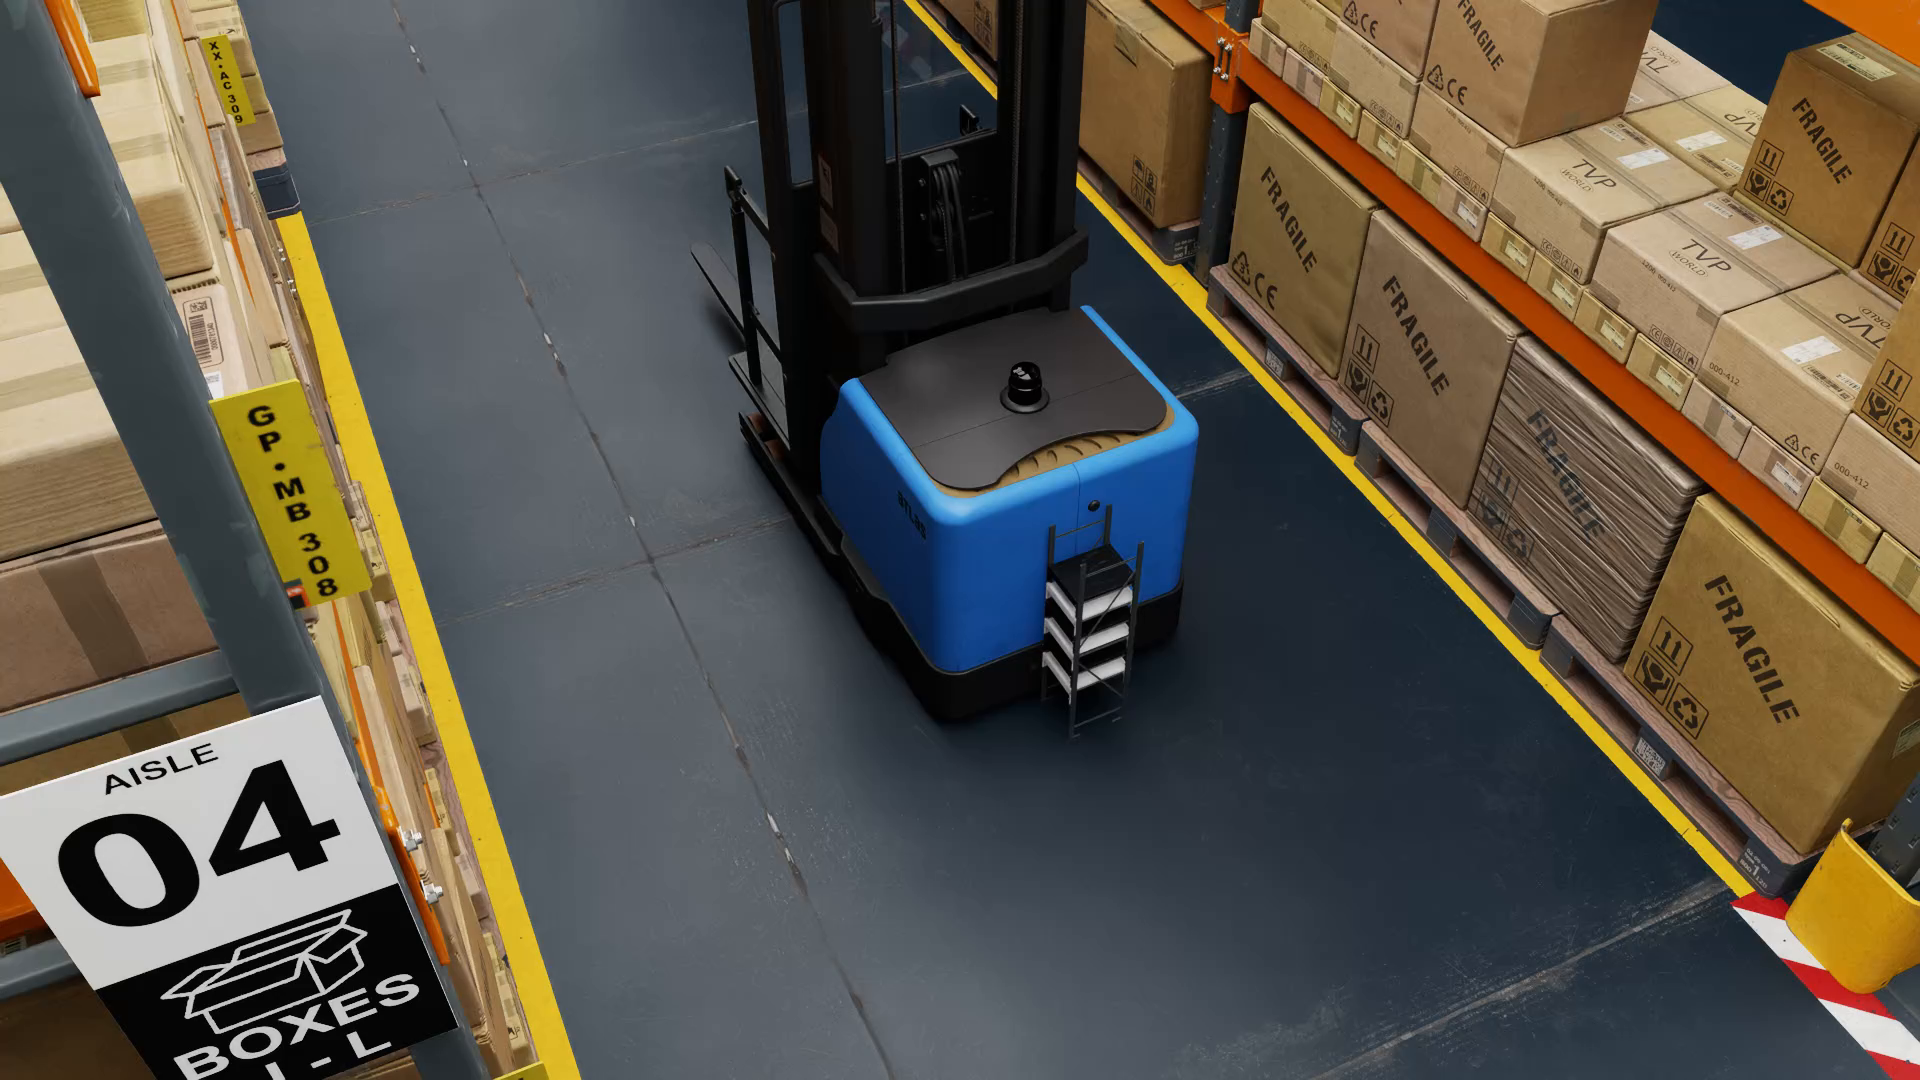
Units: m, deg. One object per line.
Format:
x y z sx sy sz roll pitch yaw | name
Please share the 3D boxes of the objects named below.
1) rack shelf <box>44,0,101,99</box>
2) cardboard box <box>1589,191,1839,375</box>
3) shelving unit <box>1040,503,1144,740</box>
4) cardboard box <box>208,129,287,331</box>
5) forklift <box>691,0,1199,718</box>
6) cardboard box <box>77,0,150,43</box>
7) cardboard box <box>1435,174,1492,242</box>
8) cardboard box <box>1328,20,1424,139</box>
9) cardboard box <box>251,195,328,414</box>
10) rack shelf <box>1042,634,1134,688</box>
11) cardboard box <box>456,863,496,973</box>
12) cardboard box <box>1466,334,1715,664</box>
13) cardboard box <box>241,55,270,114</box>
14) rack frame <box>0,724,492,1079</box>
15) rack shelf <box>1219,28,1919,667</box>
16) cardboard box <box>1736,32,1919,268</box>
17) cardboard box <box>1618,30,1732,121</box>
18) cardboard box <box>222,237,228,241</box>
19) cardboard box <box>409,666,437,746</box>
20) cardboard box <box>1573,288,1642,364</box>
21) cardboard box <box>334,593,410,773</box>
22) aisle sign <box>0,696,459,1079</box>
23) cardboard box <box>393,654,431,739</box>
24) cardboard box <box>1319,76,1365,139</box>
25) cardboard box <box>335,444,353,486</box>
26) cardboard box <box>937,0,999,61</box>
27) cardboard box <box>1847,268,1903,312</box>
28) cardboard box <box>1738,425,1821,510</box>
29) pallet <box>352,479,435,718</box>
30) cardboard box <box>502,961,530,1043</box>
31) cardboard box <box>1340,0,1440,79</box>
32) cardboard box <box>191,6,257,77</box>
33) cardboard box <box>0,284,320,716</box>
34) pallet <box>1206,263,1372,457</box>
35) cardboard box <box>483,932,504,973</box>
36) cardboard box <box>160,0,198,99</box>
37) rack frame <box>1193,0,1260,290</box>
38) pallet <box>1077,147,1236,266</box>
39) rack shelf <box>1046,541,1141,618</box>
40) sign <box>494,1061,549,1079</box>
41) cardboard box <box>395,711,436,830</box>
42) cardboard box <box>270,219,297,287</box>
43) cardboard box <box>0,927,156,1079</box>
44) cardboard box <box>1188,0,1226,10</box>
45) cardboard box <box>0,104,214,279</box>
-2.095 -1.658 2.537 1.077 0.370 4.000 -18 47 -17 | rack shelf
2.417 -0.836 5.356 0.500 0.250 0.500 -20 48 -19 | cardboard box
0.451 0.301 5.804 0.258 0.900 0.210 -20 48 -19 | shelving unit
-2.069 -0.673 4.302 0.500 0.500 0.500 -17 47 -16 | cardboard box
-0.286 -1.438 6.120 1.130 2.935 3.031 -20 48 -19 | forklift
-1.653 -0.959 2.918 0.380 0.149 0.250 -17 47 -16 | cardboard box
1.974 -1.252 6.062 0.380 0.149 0.250 -18 47 -17 | cardboard box
1.771 -1.812 6.345 0.500 0.250 0.500 -18 47 -18 | cardboard box
-2.259 -0.639 4.979 0.500 0.500 0.500 -19 48 -18 | cardboard box
0.451 0.389 5.891 0.258 0.077 0.200 -20 48 -19 | rack shelf
-1.302 0.944 3.836 0.380 0.149 0.250 -19 48 -19 | cardboard box
2.564 -0.262 6.094 0.875 0.875 0.875 -18 47 -17 | cardboard box
-2.685 -1.607 5.911 0.380 0.149 0.250 -17 47 -17 | cardboard box
-1.255 1.495 3.099 1.000 3.000 0.127 -18 47 -17 | rack frame
2.447 -0.924 6.063 1.077 0.370 4.000 -18 47 -17 | rack shelf
2.898 -1.257 5.250 0.500 0.500 0.500 -19 48 -18 | cardboard box
2.465 -1.649 6.180 0.500 0.250 0.500 -17 47 -17 | cardboard box
-1.657 -0.542 3.135 0.500 0.250 0.500 -19 48 -19 | cardboard box
-2.027 0.620 5.716 0.380 0.149 0.250 -18 47 -17 | cardboard box
2.299 -0.761 5.564 0.380 0.149 0.250 -18 47 -17 | cardboard box
-1.420 0.314 3.302 0.500 0.500 0.500 -17 47 -16 | cardboard box
-0.952 0.528 2.229 0.394 0.787 0.004 -18 47 -17 | aisle sign
-1.936 0.559 5.355 0.380 0.149 0.250 -20 48 -19 | cardboard box
1.651 -1.743 6.560 0.380 0.149 0.250 -17 47 -16 | cardboard box
-2.516 -0.188 6.323 0.380 0.149 0.250 -17 47 -17 | cardboard box
0.563 -3.380 9.254 1.225 0.875 0.875 -18 47 -17 | cardboard box
3.107 -0.673 5.191 0.500 0.250 0.500 -19 48 -18 | cardboard box
2.624 -0.272 5.069 0.380 0.149 0.250 -18 47 -17 | cardboard box
-2.622 0.356 6.239 1.003 0.211 1.213 -18 47 -17 | pallet
-1.487 1.438 4.888 0.380 0.149 0.250 -17 47 -17 | cardboard box
1.776 -2.077 6.080 0.500 0.500 0.500 -18 47 -17 | cardboard box
-2.685 -1.713 5.806 0.380 0.149 0.250 -16 47 -15 | cardboard box
-1.208 -0.060 2.290 0.500 0.250 0.500 -17 47 -17 | cardboard box
1.855 -0.954 7.567 1.003 0.211 1.213 -18 47 -17 | pallet
-1.498 1.328 4.787 0.380 0.149 0.250 -17 47 -16 | cardboard box
-1.839 -1.033 3.277 0.500 0.250 0.500 -20 48 -19 | cardboard box
1.606 -2.454 7.102 1.000 3.000 0.127 -18 47 -17 | rack frame
1.213 -1.931 8.557 1.003 0.211 1.213 -18 47 -17 | pallet
0.451 0.132 5.638 0.258 0.077 0.200 -20 48 -19 | rack shelf
-0.762 1.027 2.957 0.100 0.325 0.005 -18 47 -17 | sign
-1.441 0.652 3.670 0.500 0.500 0.500 -18 47 -17 | cardboard box
-3.230 -1.199 7.311 0.500 0.500 0.500 -16 47 -16 | cardboard box
-1.673 0.780 2.829 0.500 0.500 0.500 -19 48 -18 | cardboard box
1.162 -2.707 7.287 0.500 0.500 0.500 -18 47 -17 | cardboard box
-1.323 -0.475 2.427 0.380 0.149 0.250 -18 47 -17 | cardboard box
